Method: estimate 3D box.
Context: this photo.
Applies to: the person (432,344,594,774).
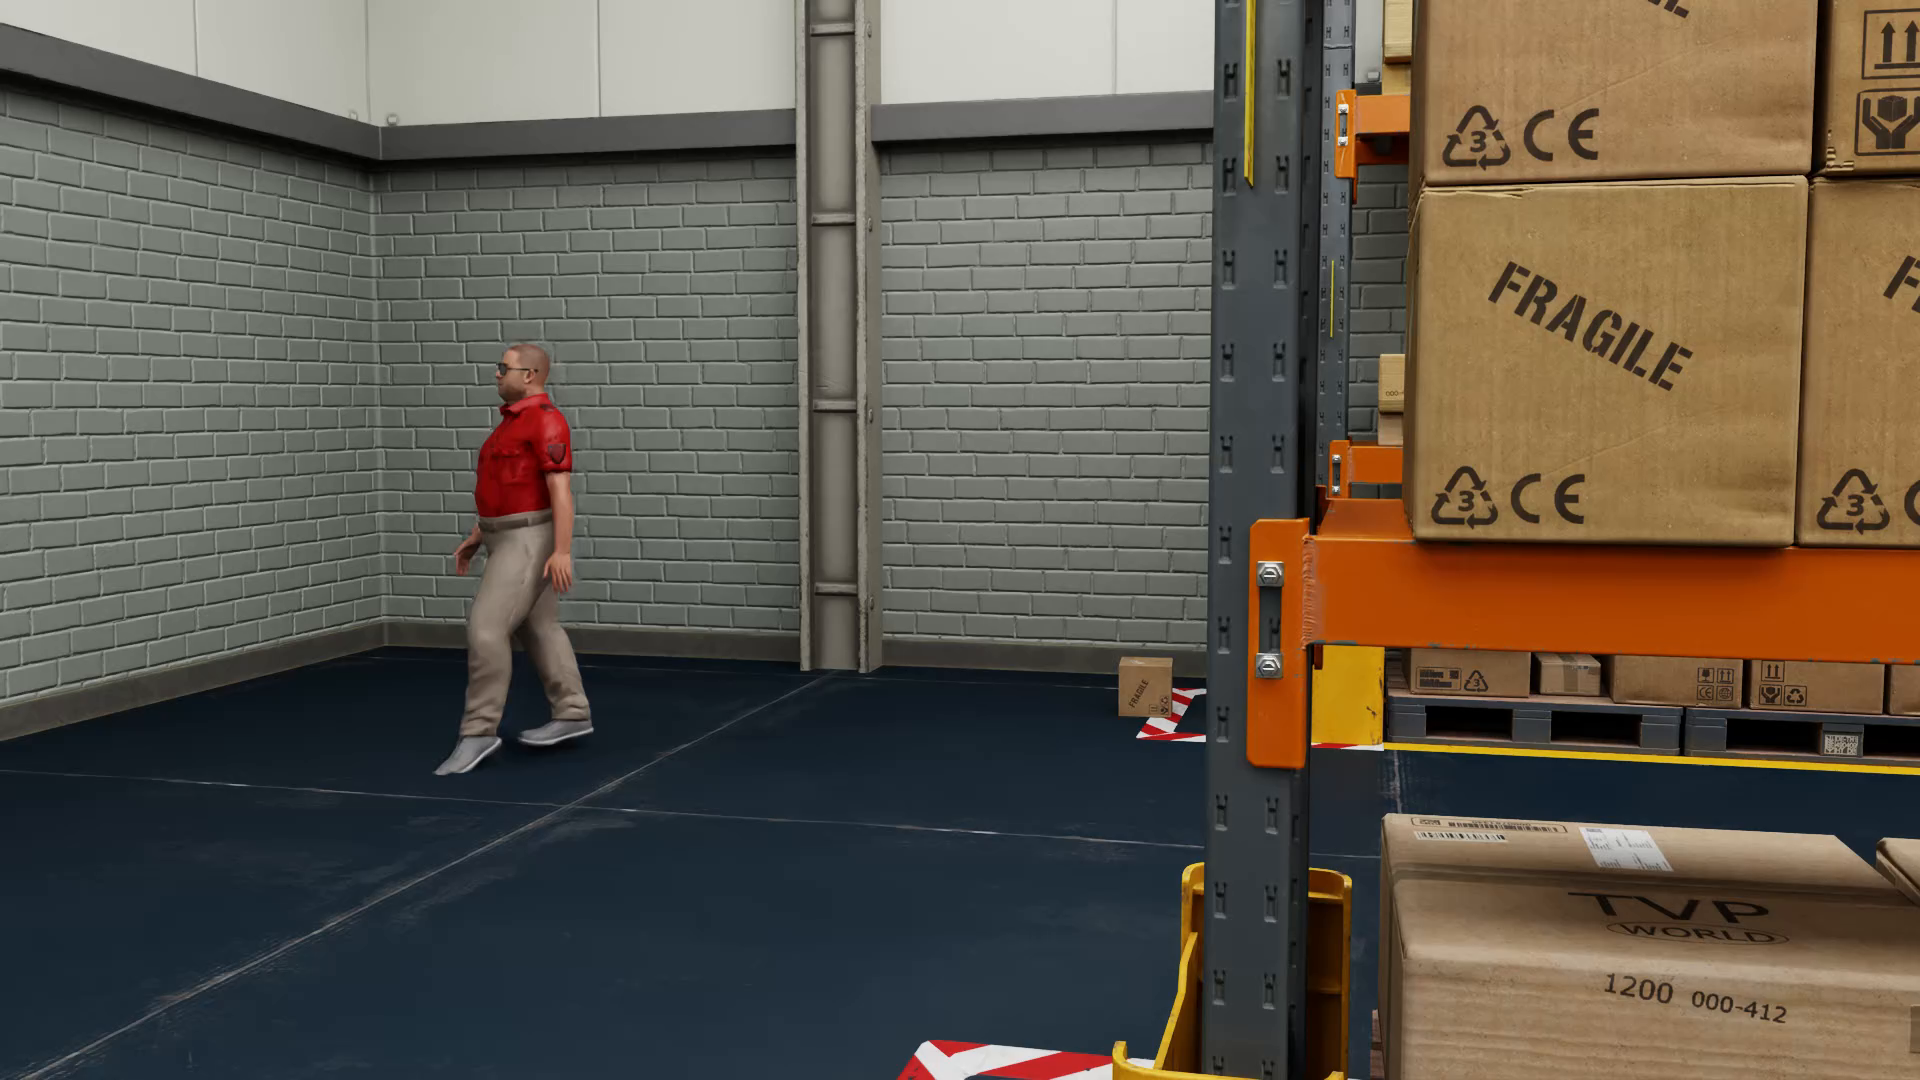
[{"bbox_3d":[-1.895,0.074,6.959,0.725,1.781,0.579,-3,5,-28],"label":"person"}]
